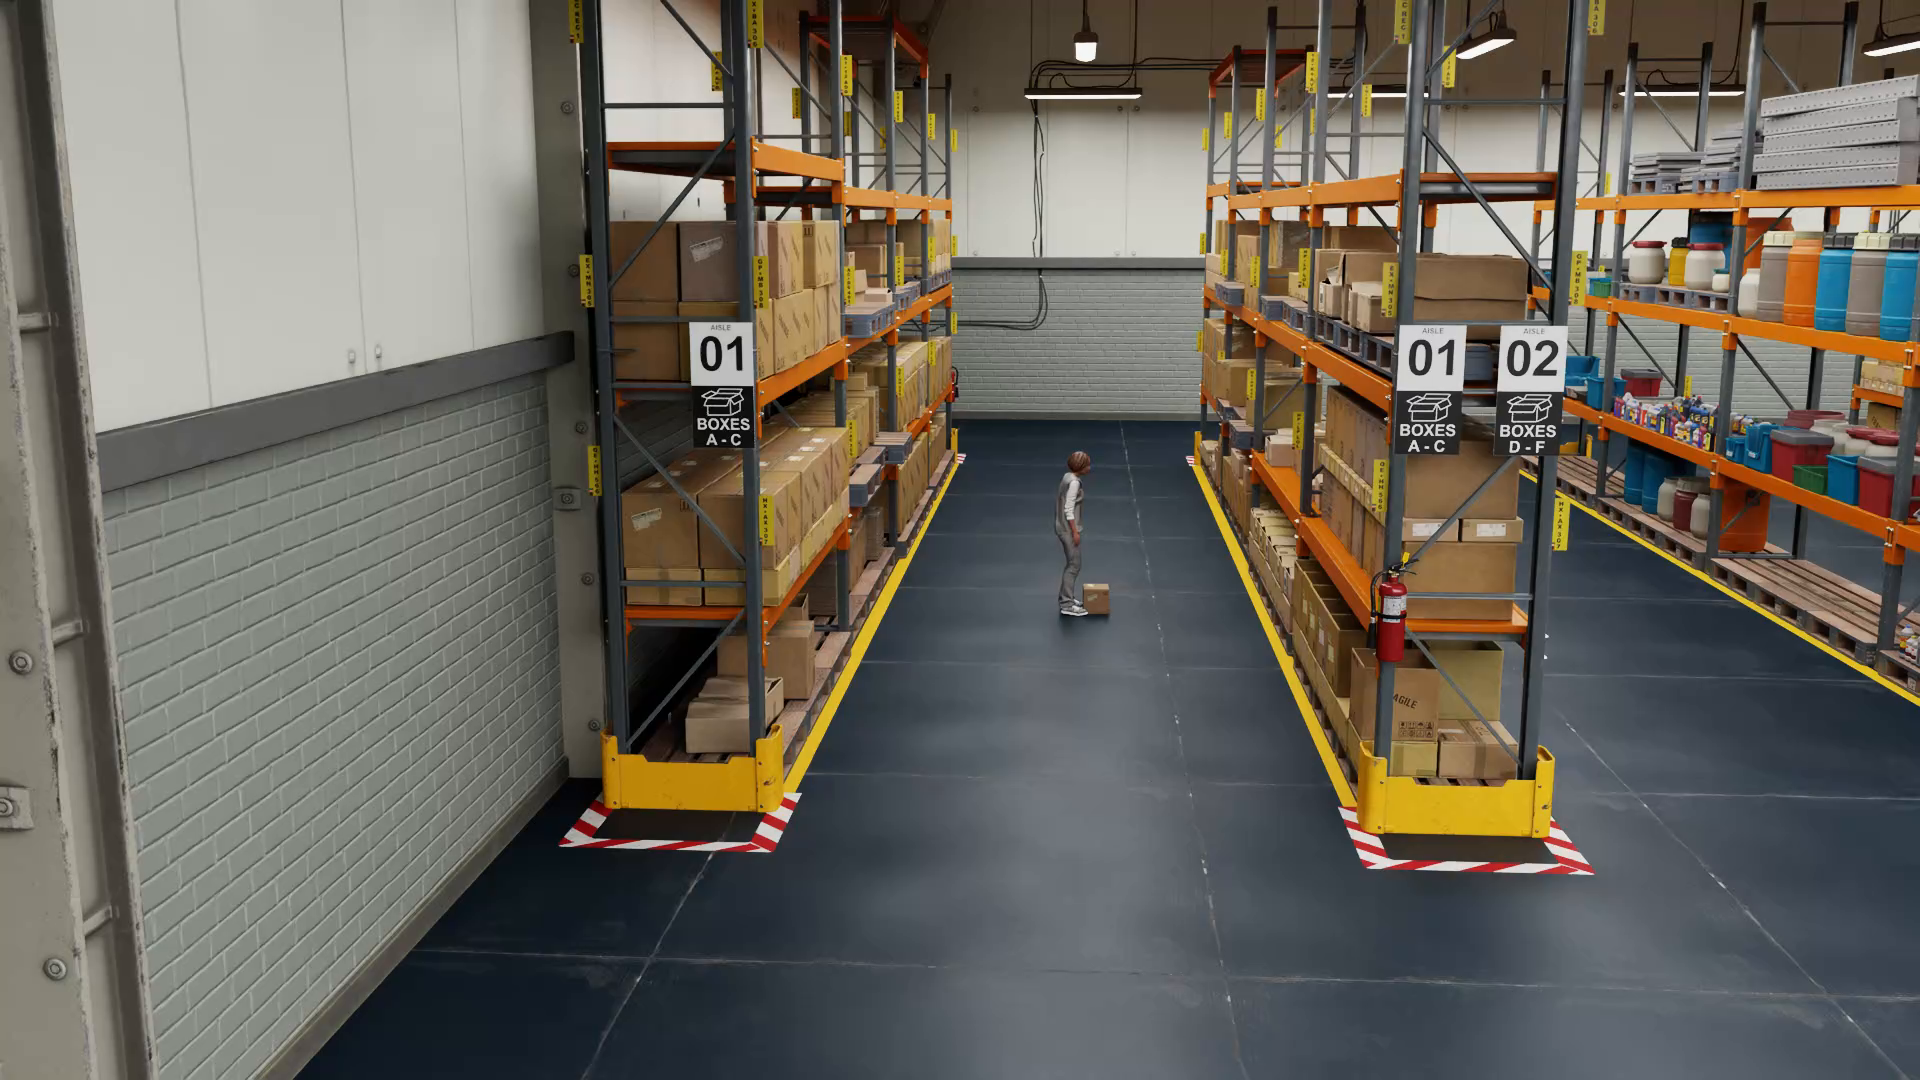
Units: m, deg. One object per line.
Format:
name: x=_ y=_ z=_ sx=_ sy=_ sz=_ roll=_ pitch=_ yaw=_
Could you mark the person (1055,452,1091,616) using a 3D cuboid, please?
person: x=1.104 y=-0.077 z=16.356 sx=0.344 sy=1.593 sz=0.463 roll=1 pitch=11 yaw=4
